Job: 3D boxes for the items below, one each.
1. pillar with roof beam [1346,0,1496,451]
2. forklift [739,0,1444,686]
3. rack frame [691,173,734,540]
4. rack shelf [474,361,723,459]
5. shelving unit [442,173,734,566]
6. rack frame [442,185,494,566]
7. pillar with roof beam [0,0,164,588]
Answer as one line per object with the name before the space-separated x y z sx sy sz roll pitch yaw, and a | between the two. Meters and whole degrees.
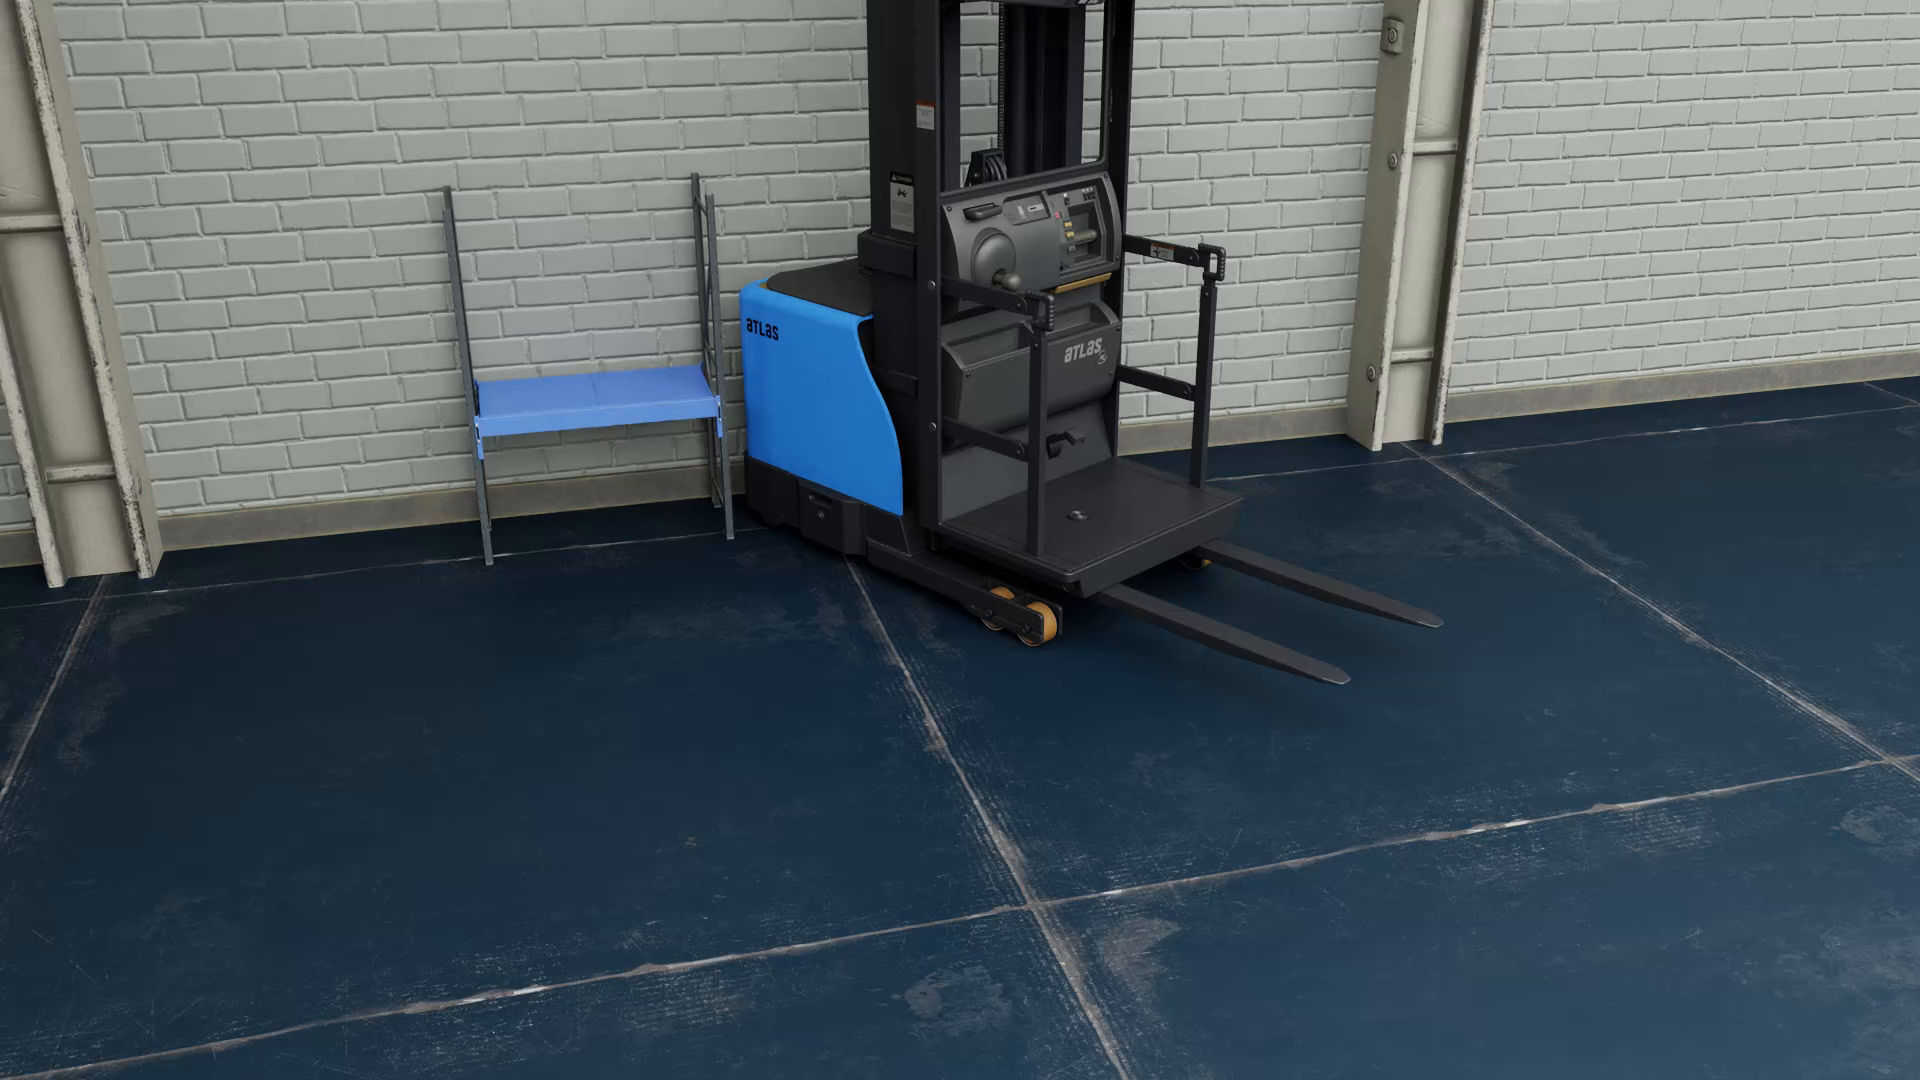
pillar with roof beam | 3.363 -3.024 2.886 0.400 9.000 9.100 -6 24 -14
forklift | 0.441 -1.174 6.268 3.031 2.935 1.130 21 31 40
rack frame | -1.068 -0.785 7.177 0.032 1.500 0.500 -6 24 -14
rack shelf | -1.557 -0.565 7.121 1.000 0.185 0.538 -6 24 -14
shelving unit | -1.557 -0.730 7.050 1.048 1.500 0.538 -6 24 -14
rack frame | -2.047 -0.676 6.924 0.032 1.500 0.500 -6 24 -14
pillar with roof beam | -2.414 -2.385 1.396 0.400 9.000 9.100 -6 24 -14
